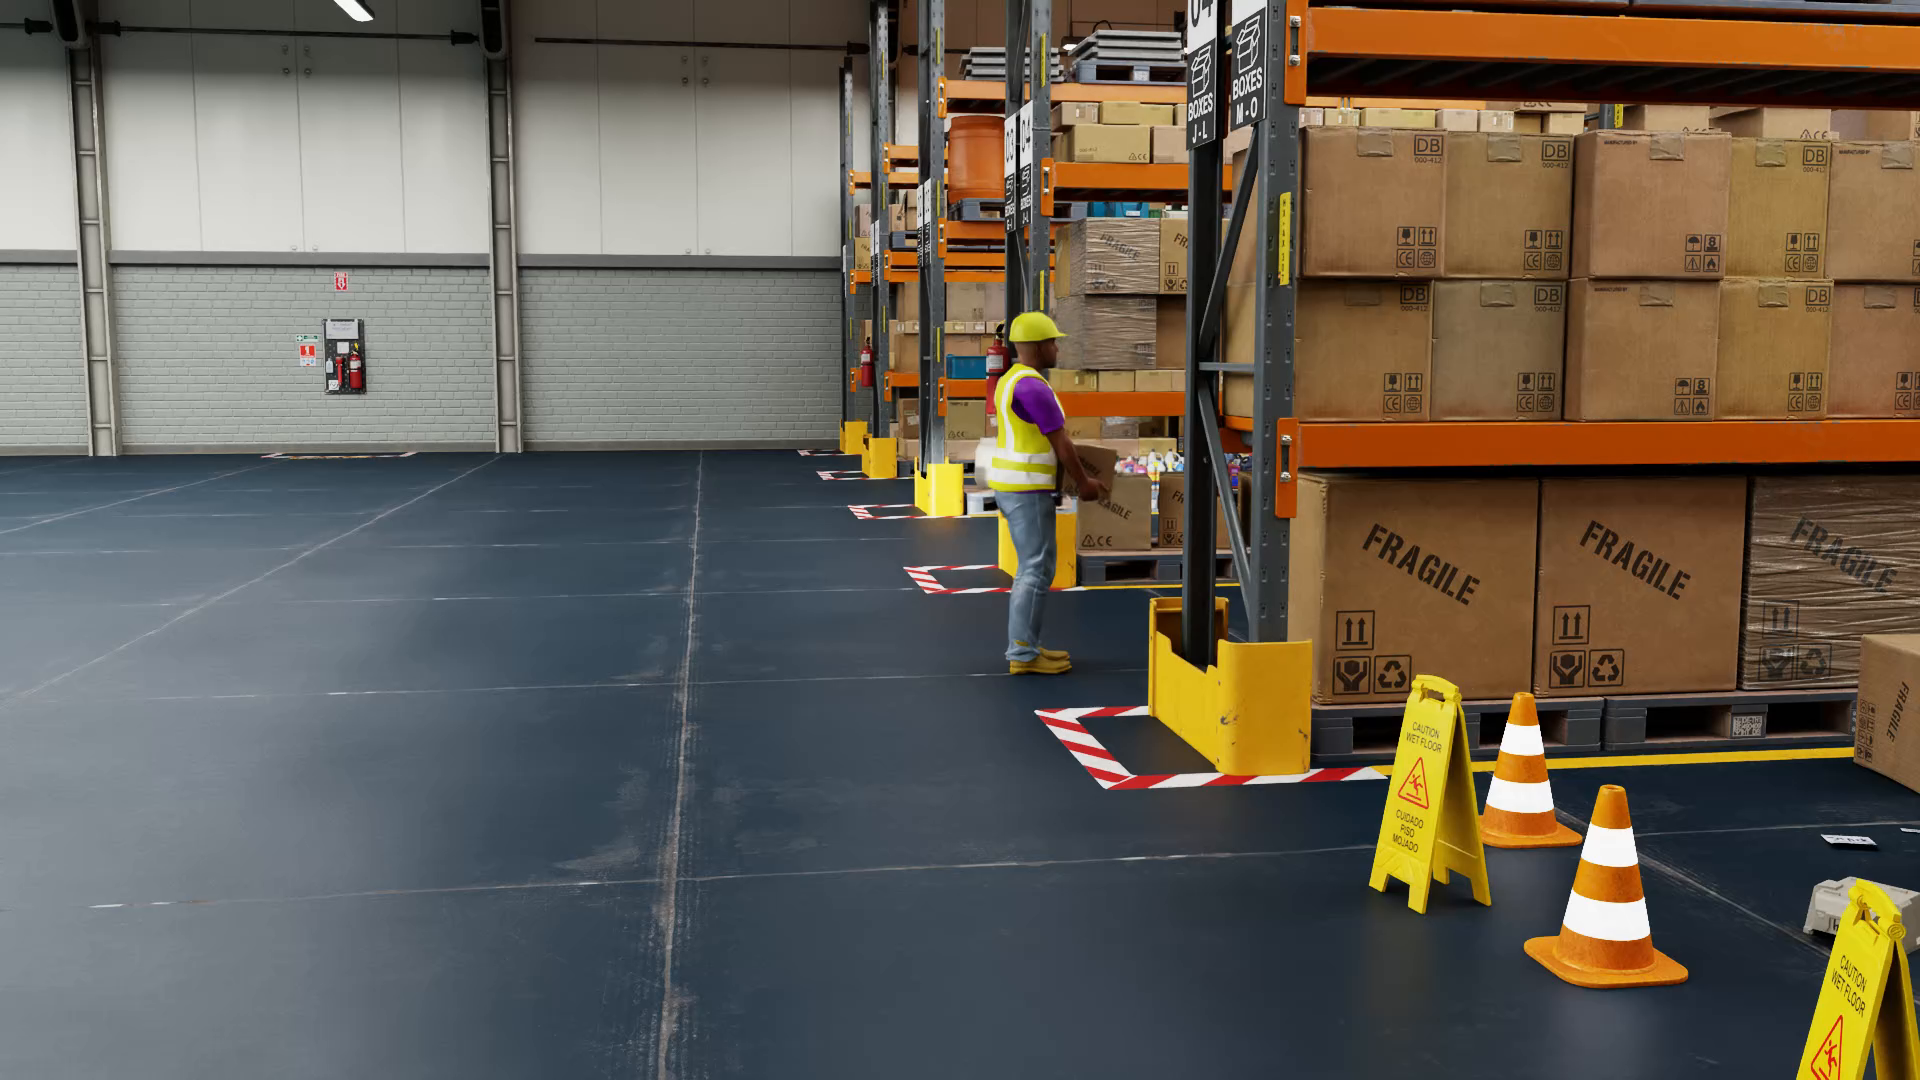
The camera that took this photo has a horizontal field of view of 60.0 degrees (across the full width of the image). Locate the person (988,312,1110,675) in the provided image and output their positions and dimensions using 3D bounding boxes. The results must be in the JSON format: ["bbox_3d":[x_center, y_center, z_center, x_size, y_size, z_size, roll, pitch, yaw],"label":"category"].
[{"bbox_3d":[0.430,-0.238,8.229,0.566,1.762,0.505,-1,7,-10],"label":"person"}]
